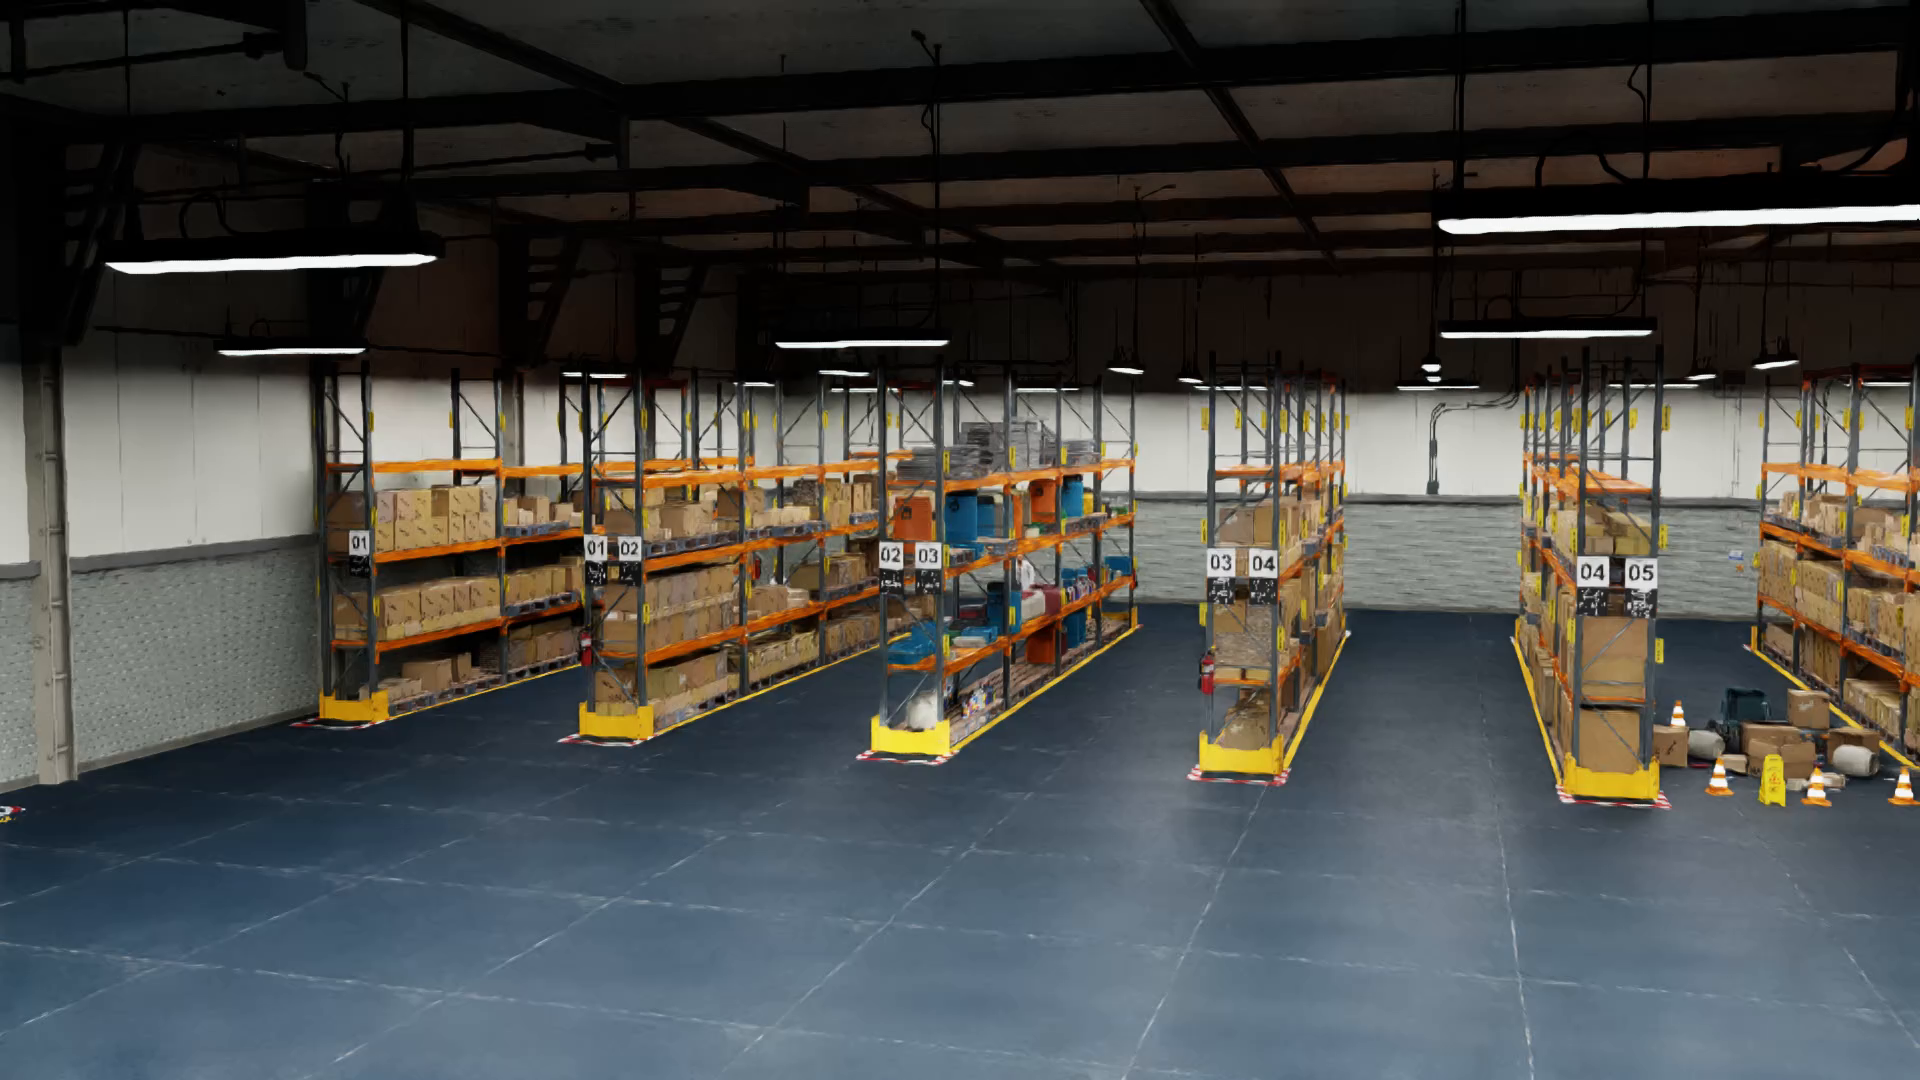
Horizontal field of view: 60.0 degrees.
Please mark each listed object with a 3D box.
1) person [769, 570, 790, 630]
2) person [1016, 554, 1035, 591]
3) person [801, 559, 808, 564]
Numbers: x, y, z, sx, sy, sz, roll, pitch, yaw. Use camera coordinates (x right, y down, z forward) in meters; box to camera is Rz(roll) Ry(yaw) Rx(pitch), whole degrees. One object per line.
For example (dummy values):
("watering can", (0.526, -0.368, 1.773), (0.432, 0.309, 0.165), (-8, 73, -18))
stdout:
("person", (-4.114, 1.438, 37.789), (0.566, 1.706, 1.122), (1, 4, 18))
("person", (1.521, 1.155, 41.817), (0.729, 1.733, 0.546), (1, 4, 14))
("person", (-3.783, 1.267, 41.088), (0.461, 1.588, 0.999), (1, 4, 15))
